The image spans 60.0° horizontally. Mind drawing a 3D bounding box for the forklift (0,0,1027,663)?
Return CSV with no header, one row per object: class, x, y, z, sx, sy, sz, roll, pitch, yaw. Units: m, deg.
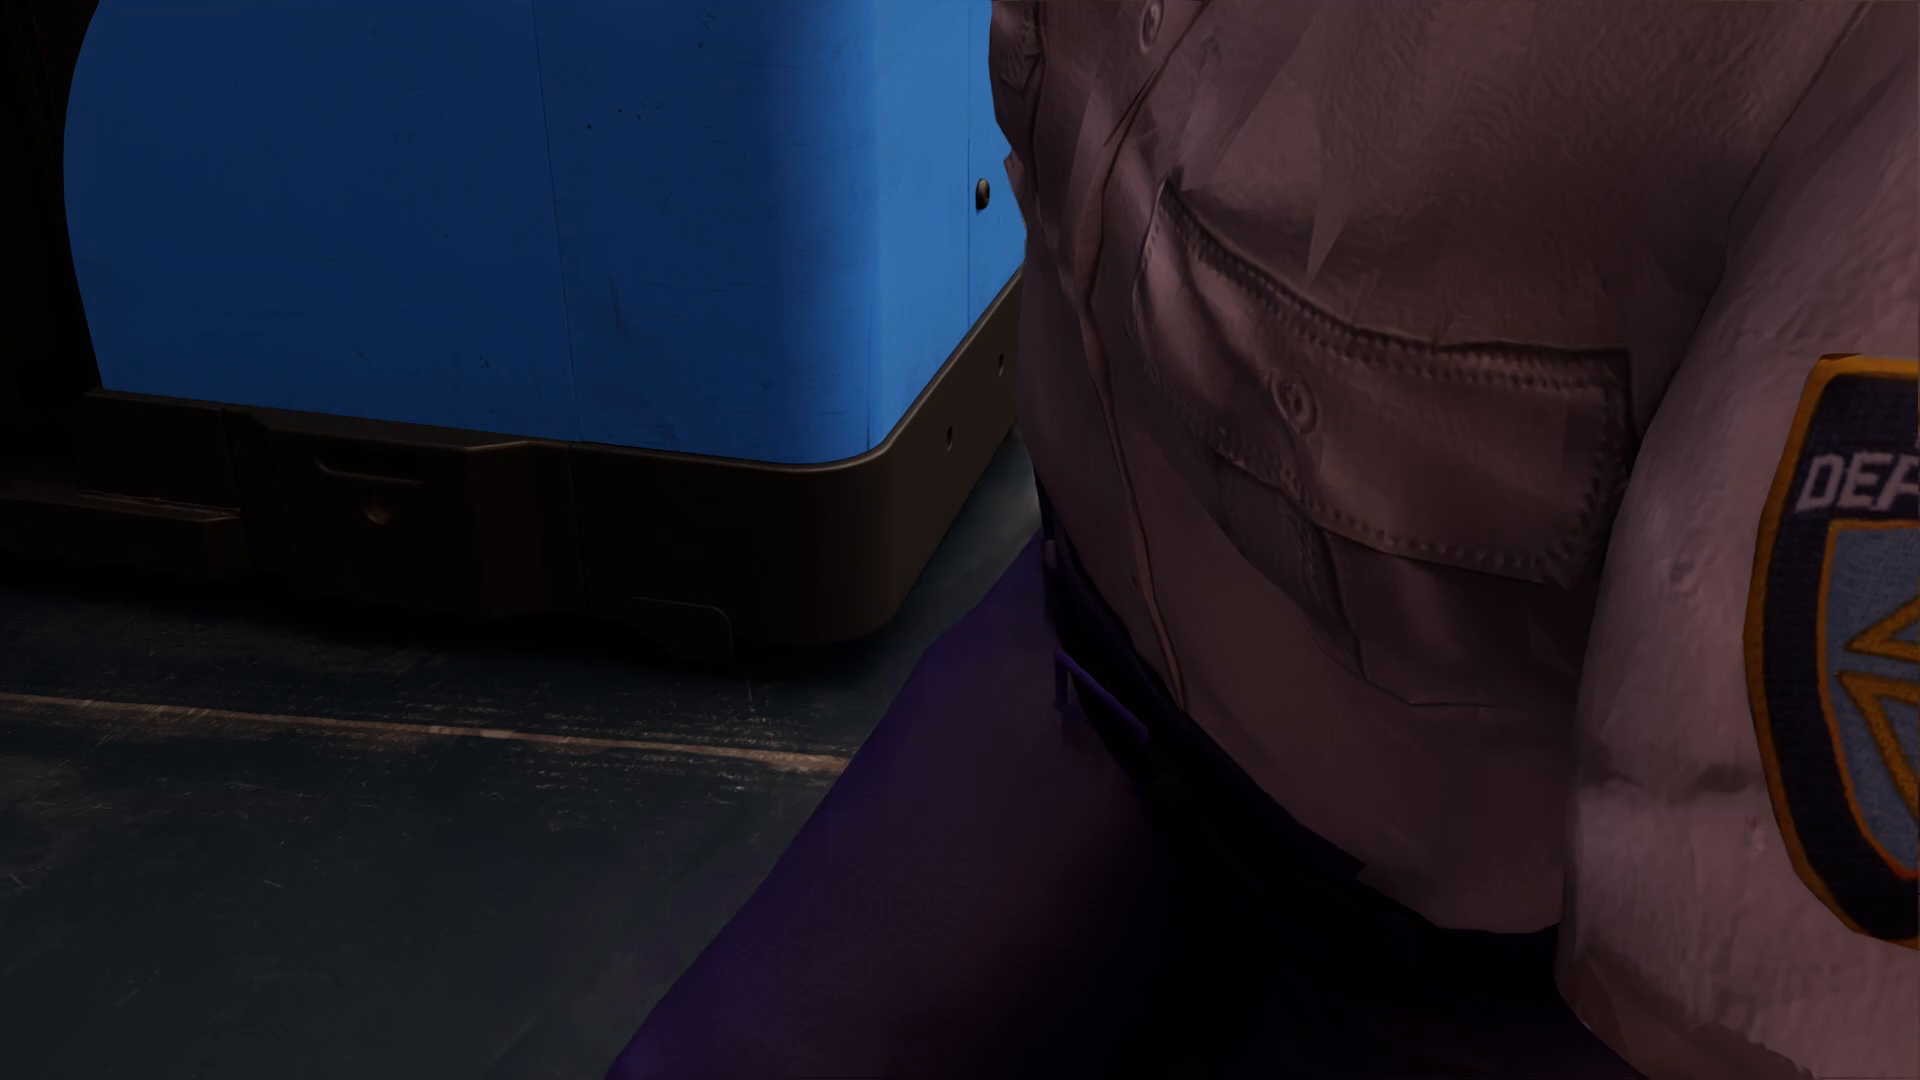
forklift,-1.440,-1.504,2.232,3.031,2.935,1.130,7,27,13
